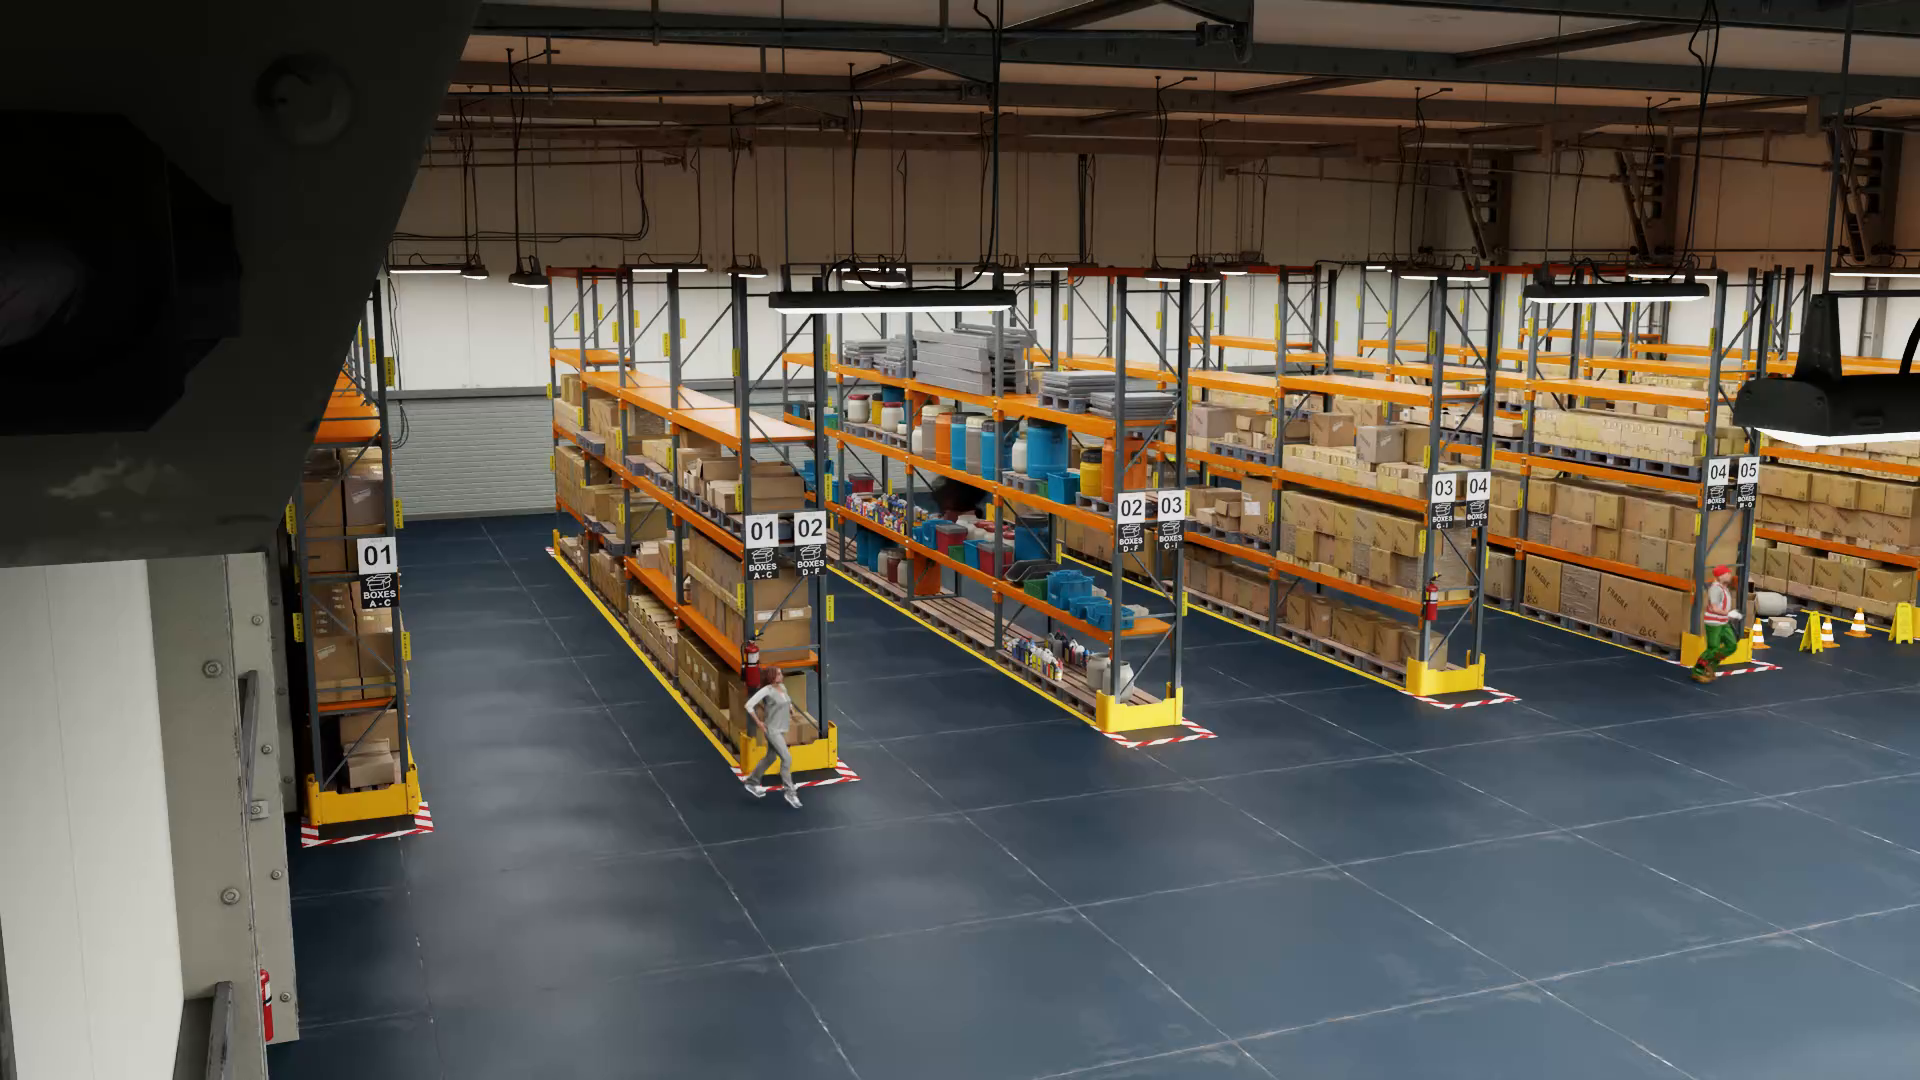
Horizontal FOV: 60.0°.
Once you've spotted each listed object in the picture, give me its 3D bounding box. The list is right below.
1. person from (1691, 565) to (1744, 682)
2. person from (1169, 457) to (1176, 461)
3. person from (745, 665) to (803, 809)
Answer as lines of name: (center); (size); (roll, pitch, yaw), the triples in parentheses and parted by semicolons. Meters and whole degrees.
person: (11.191, 1.239, 24.466); (0.666, 1.776, 0.692); (8, 13, 39)
person: (4.780, -1.089, 38.275); (0.734, 1.705, 0.912); (-2, 10, -11)
person: (-2.131, 2.246, 19.185); (0.753, 1.634, 0.588); (3, 10, 15)
